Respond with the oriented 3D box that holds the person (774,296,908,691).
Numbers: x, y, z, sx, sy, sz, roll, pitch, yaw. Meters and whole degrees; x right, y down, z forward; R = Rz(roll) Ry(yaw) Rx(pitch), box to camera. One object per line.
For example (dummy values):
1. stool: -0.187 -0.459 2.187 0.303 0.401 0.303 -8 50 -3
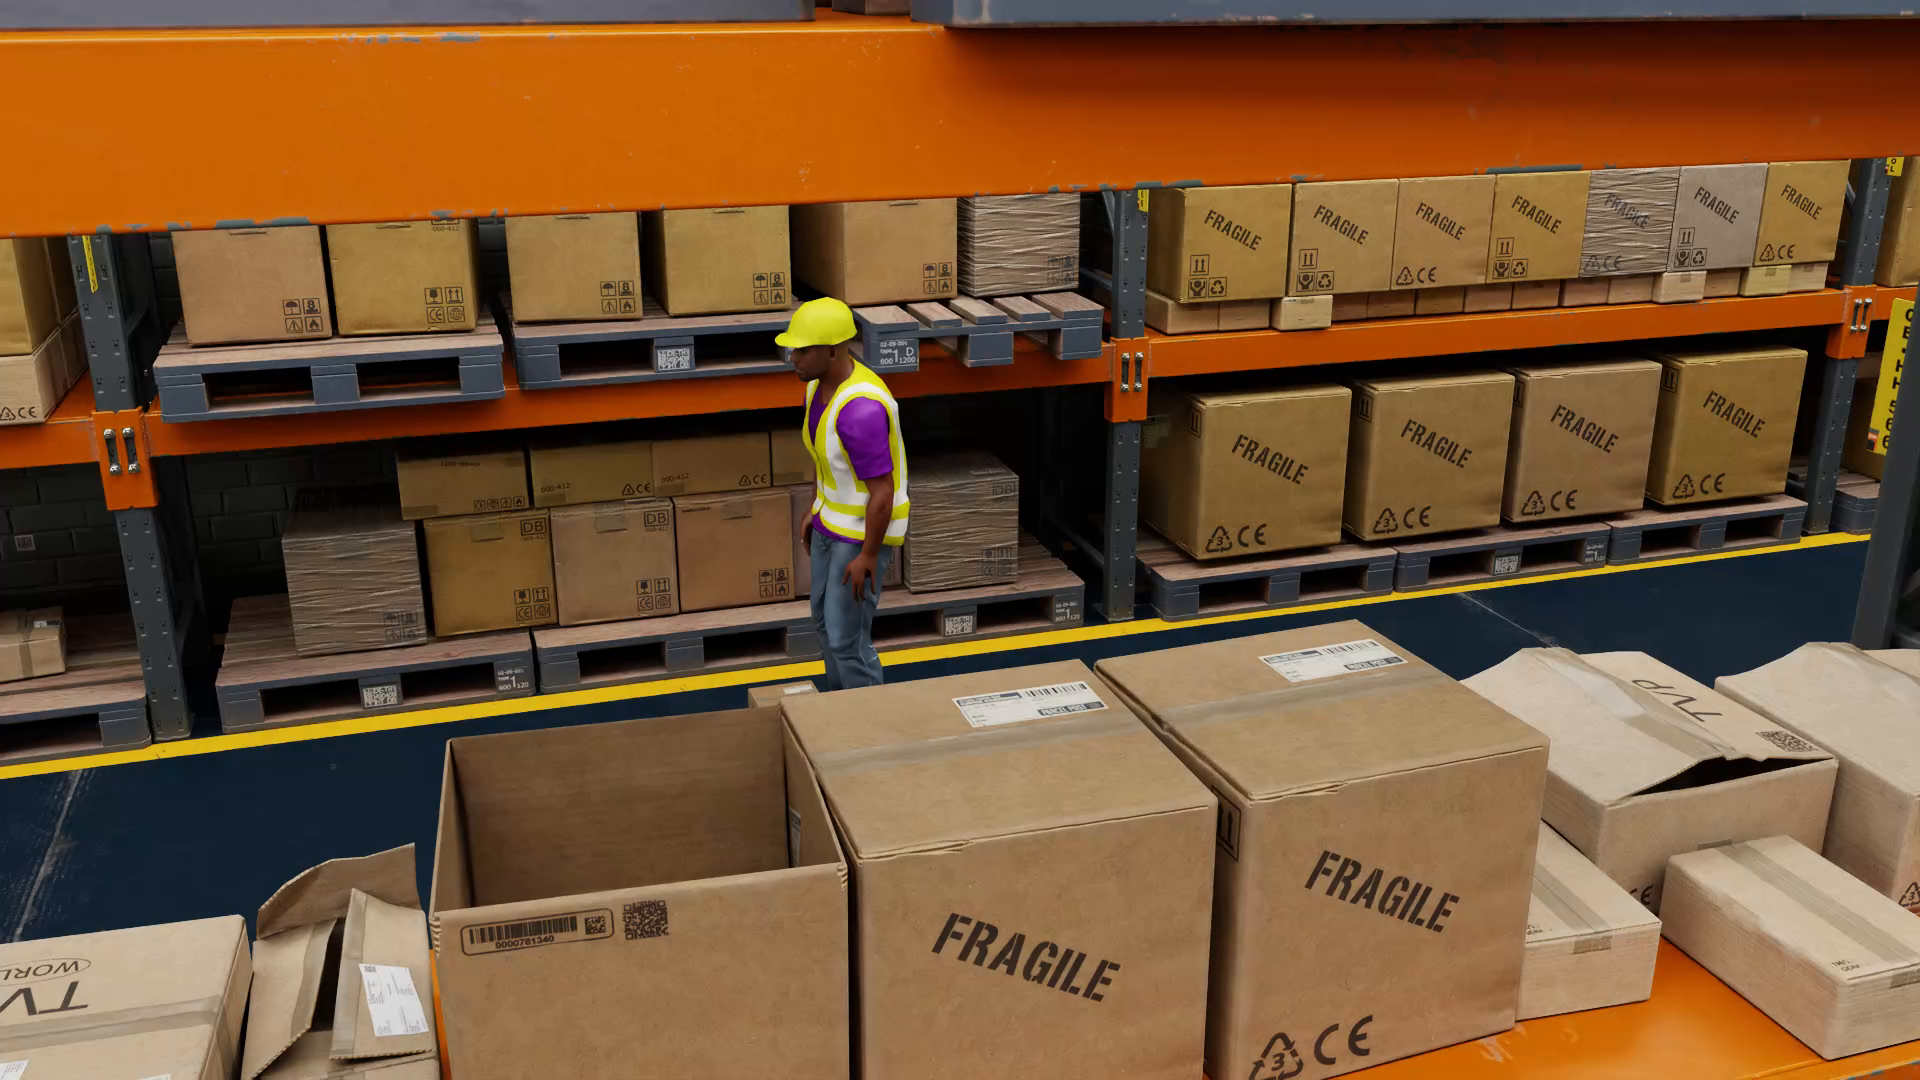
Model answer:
1. person: -0.439 -0.033 6.134 0.458 1.760 0.626 -7 20 -19
